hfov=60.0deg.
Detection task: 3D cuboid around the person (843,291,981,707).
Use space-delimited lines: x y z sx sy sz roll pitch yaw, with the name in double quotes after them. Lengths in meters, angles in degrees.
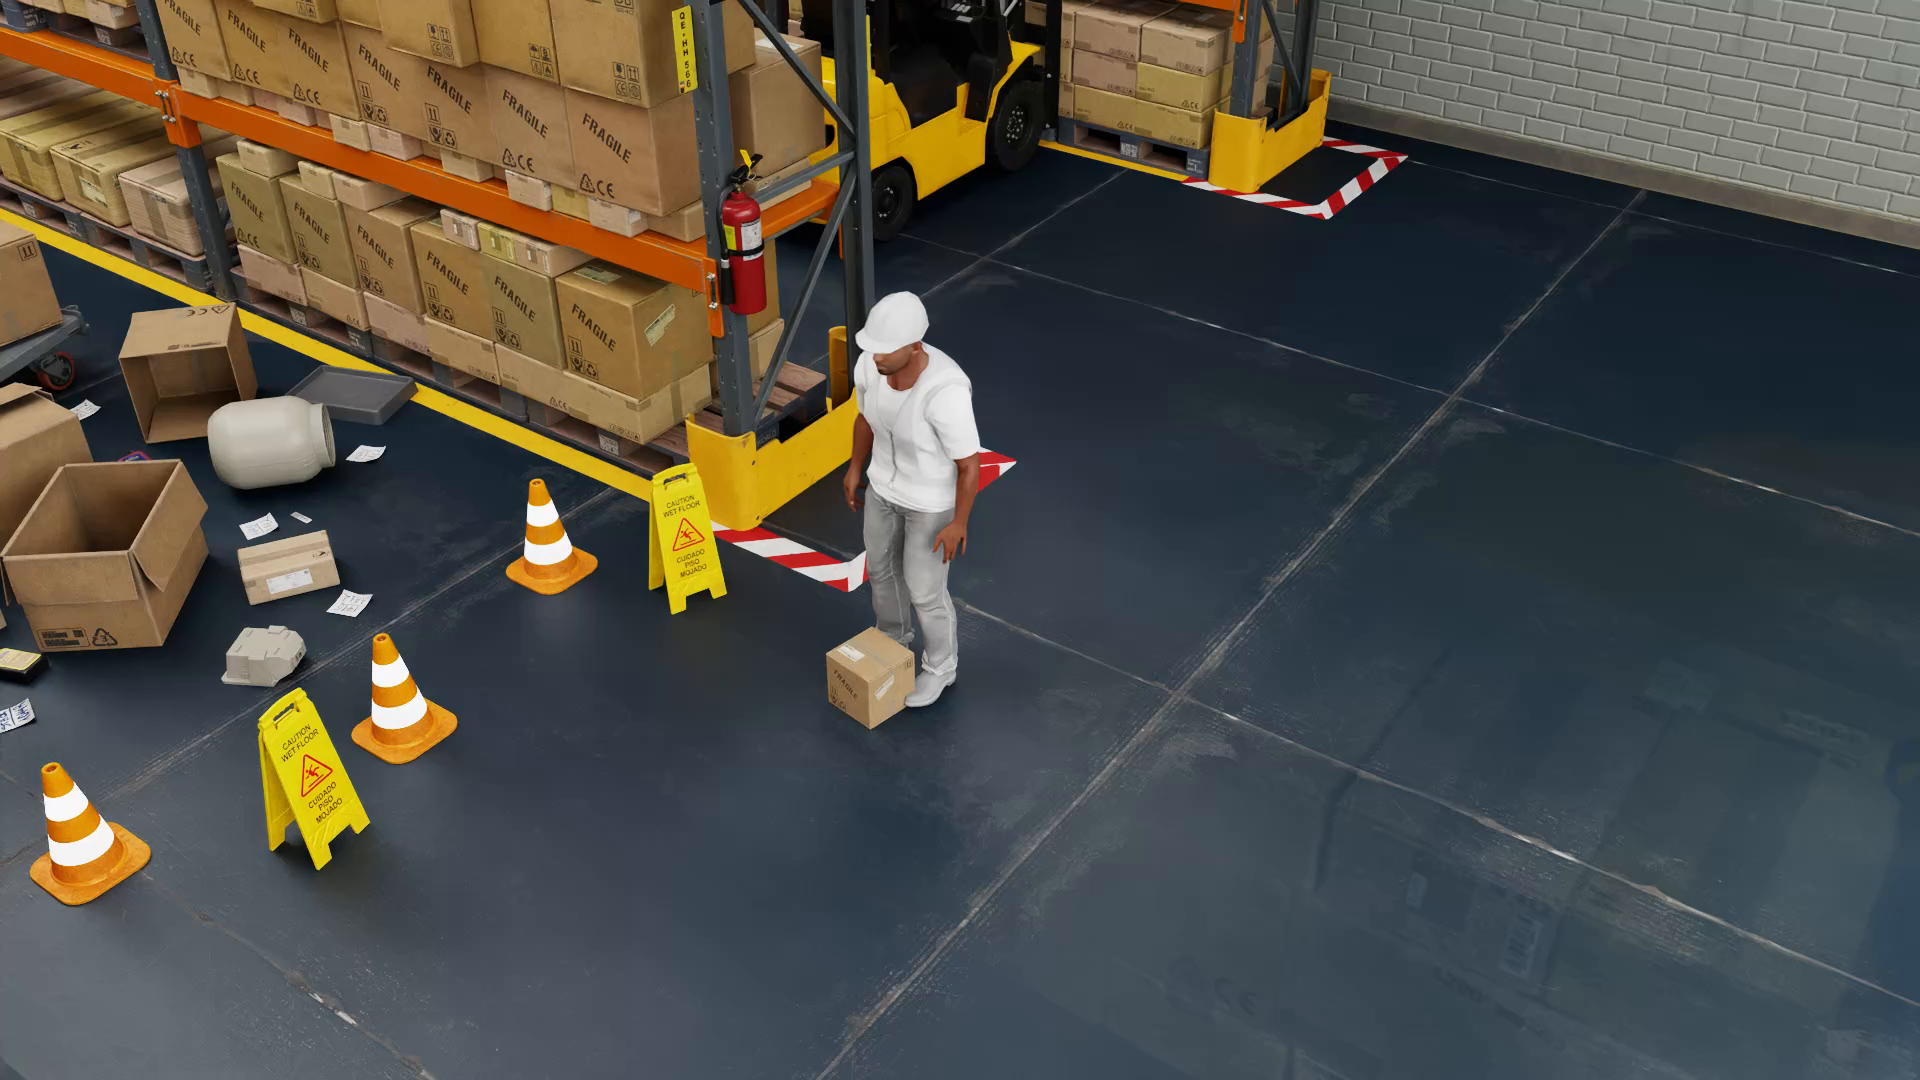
-0.200 -0.169 6.374 0.629 1.761 0.457 29 44 35 "person"
